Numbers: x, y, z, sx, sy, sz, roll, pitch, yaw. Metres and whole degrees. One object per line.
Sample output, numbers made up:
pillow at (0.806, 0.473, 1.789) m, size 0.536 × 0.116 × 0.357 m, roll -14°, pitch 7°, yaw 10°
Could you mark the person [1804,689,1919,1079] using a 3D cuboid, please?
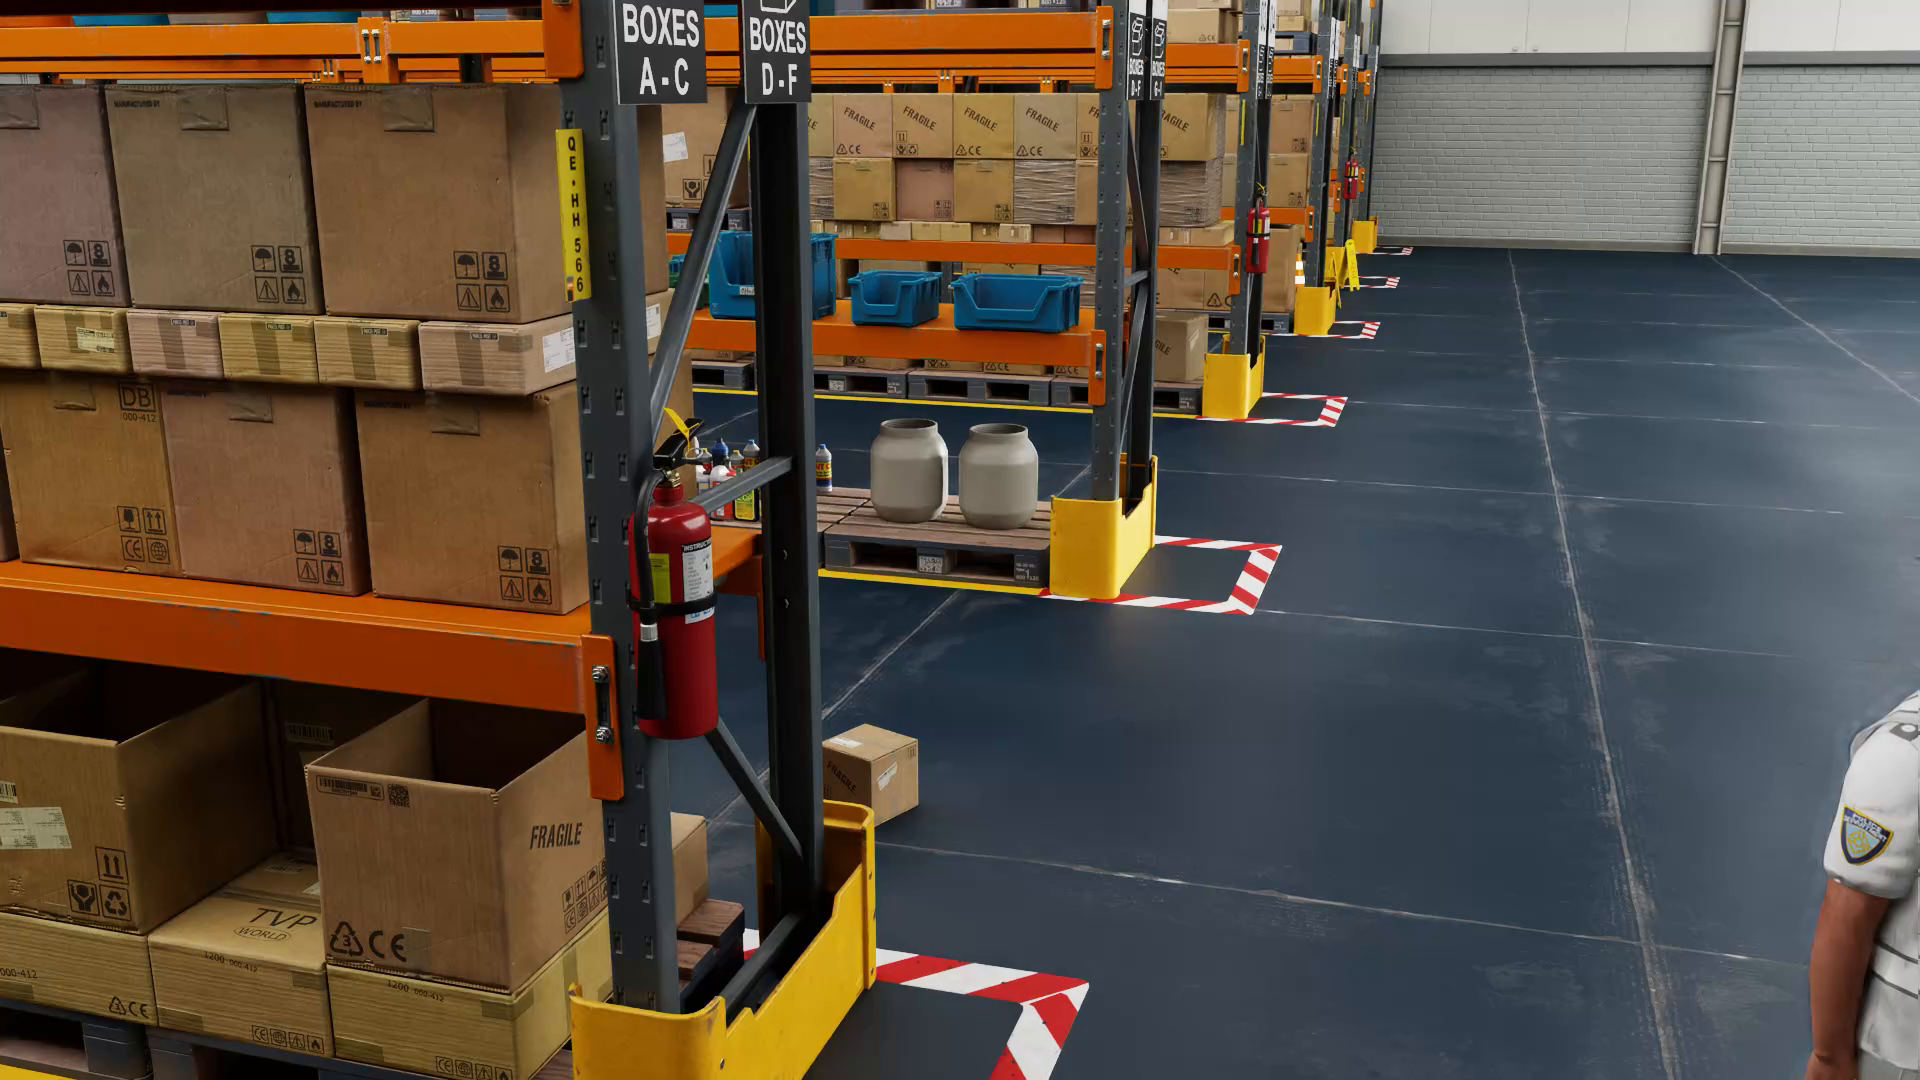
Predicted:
person at (1.715, 0.886, 2.734) m, size 0.533 × 1.855 × 0.614 m, roll -8°, pitch 17°, yaw -26°
